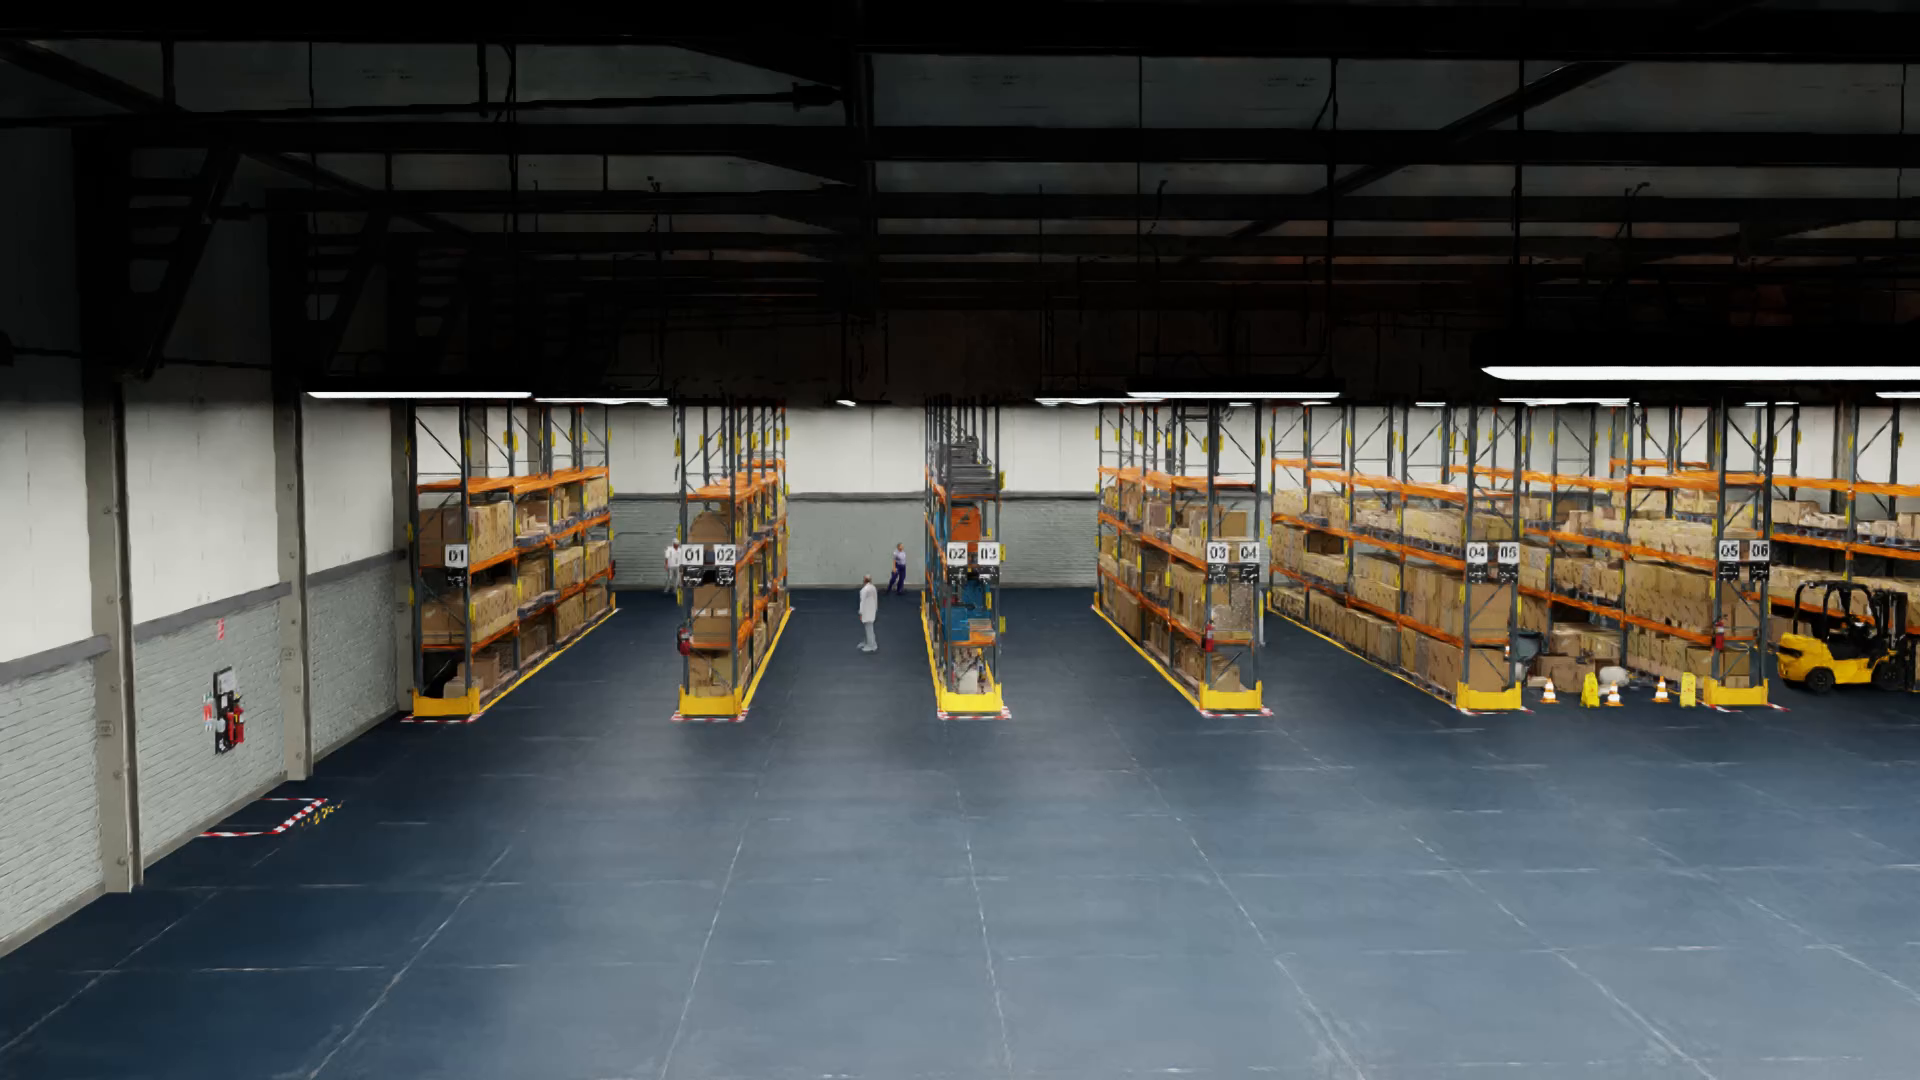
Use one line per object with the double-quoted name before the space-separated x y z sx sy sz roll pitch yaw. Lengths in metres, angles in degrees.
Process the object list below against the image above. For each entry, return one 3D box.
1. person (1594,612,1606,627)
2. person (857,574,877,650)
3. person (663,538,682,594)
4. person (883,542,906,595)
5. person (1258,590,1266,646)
"person" 16.423 1.495 42.807 0.464 1.677 0.524 2 5 26
"person" -2.218 1.700 39.480 0.635 1.772 0.685 2 5 23
"person" -8.861 0.796 51.358 0.612 1.754 0.579 -3 6 -38
"person" -1.999 0.878 51.063 0.513 1.642 0.688 4 6 44
"person" 7.116 1.854 40.241 0.446 1.350 1.109 0 5 0
